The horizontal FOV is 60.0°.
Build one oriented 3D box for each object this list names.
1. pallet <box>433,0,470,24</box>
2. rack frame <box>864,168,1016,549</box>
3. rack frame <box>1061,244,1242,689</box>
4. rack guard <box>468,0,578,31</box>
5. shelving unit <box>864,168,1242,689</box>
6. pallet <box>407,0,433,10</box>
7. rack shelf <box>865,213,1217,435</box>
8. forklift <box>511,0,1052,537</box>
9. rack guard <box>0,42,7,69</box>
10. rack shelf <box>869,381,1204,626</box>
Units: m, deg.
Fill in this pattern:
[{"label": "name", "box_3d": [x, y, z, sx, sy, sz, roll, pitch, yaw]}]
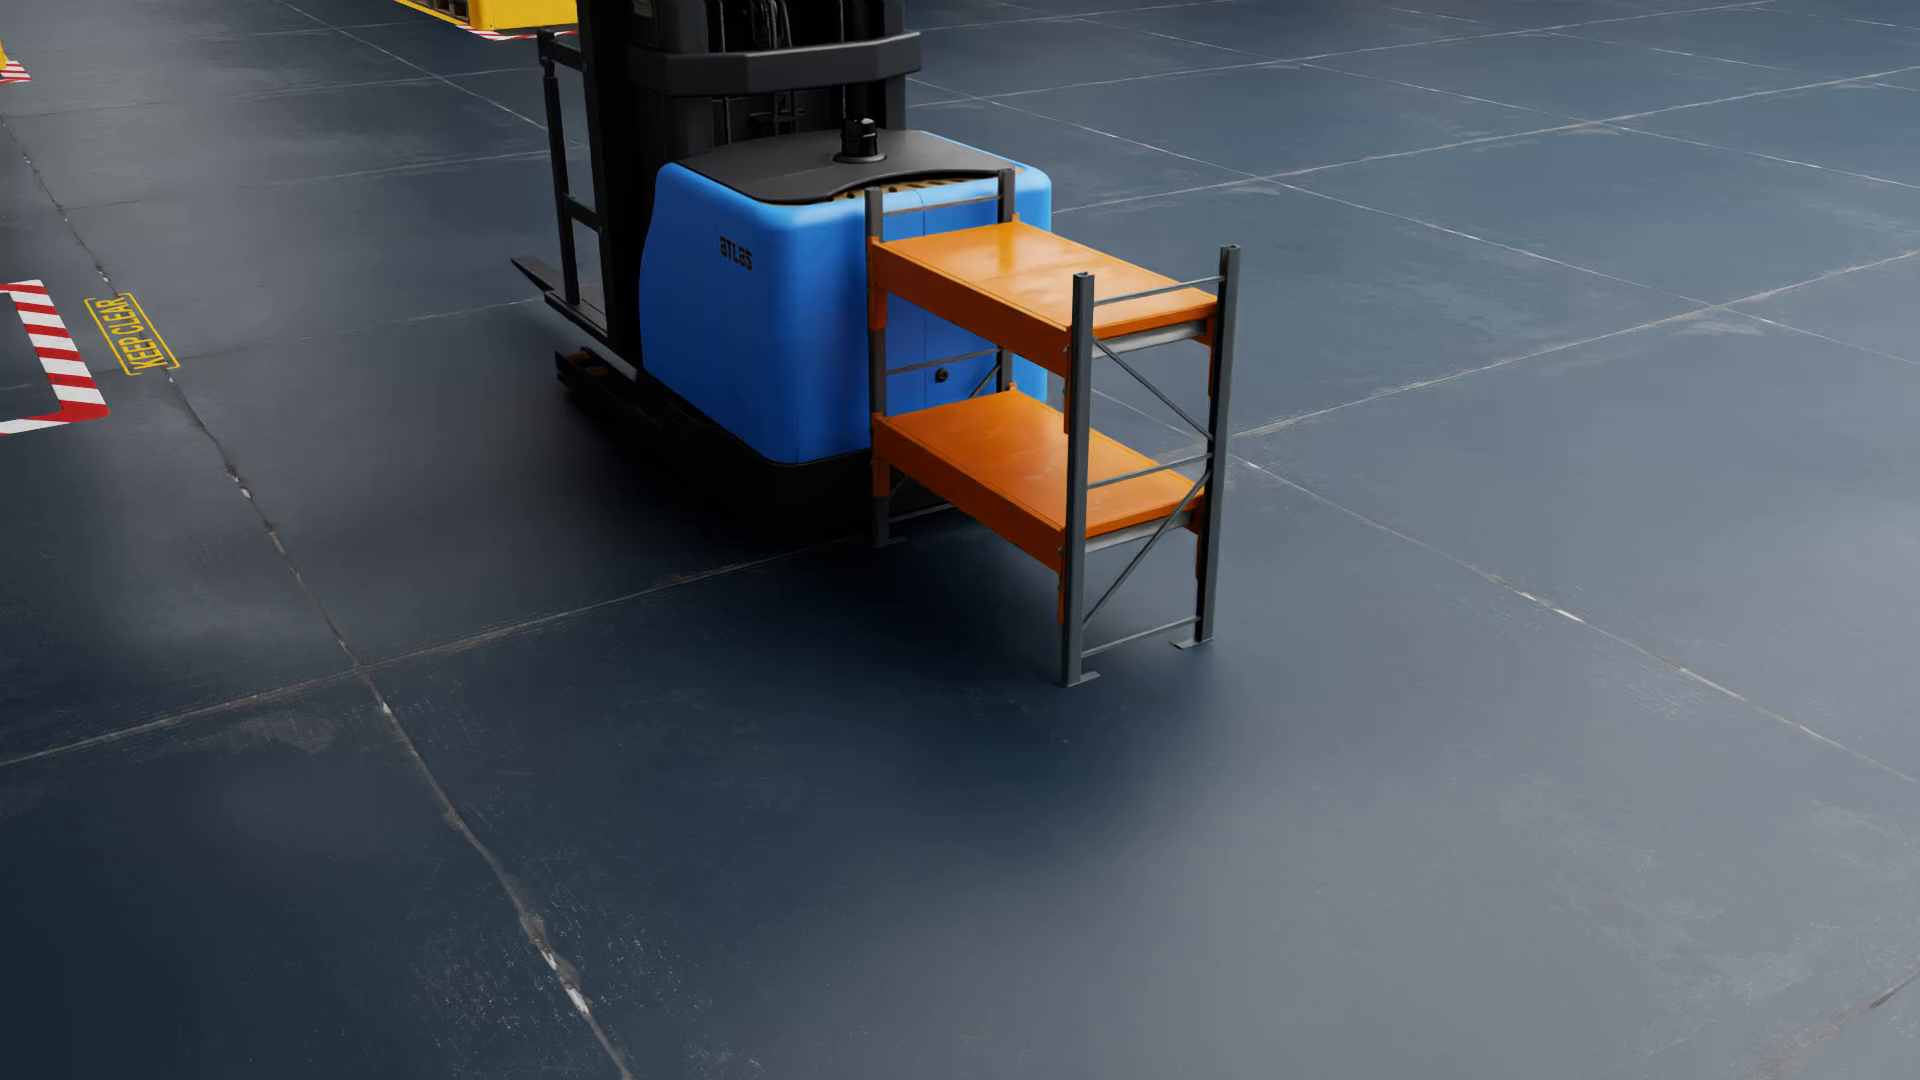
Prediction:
[{"label": "pallet", "box_3d": [-4.369, -5.134, 15.878, 1.003, 0.211, 1.213, -16, 29, -30]}, {"label": "rack frame", "box_3d": [-0.054, -0.543, 5.083, 0.500, 1.125, 0.032, -15, 29, -29]}, {"label": "rack frame", "box_3d": [0.488, -0.176, 4.306, 0.500, 1.125, 0.032, -15, 29, -29]}, {"label": "rack guard", "box_3d": [-3.903, -4.992, 15.239, 1.175, 0.500, 0.348, -16, 29, -30]}, {"label": "shelving unit", "box_3d": [0.217, -0.360, 4.694, 0.538, 1.125, 1.048, -15, 29, -29]}, {"label": "pallet", "box_3d": [-5.031, -5.570, 16.801, 1.003, 0.211, 1.213, -16, 29, -30]}, {"label": "rack shelf", "box_3d": [0.217, -0.624, 4.570, 0.538, 0.278, 1.000, -15, 29, -29]}, {"label": "forklift", "box_3d": [-0.908, -1.916, 5.876, 1.130, 2.935, 3.031, -15, 29, -29]}, {"label": "rack guard", "box_3d": [-8.106, -3.872, 12.867, 1.175, 0.500, 0.348, -16, 29, -30]}, {"label": "rack shelf", "box_3d": [0.217, -0.139, 4.799, 0.538, 0.278, 1.000, -15, 29, -29]}]
